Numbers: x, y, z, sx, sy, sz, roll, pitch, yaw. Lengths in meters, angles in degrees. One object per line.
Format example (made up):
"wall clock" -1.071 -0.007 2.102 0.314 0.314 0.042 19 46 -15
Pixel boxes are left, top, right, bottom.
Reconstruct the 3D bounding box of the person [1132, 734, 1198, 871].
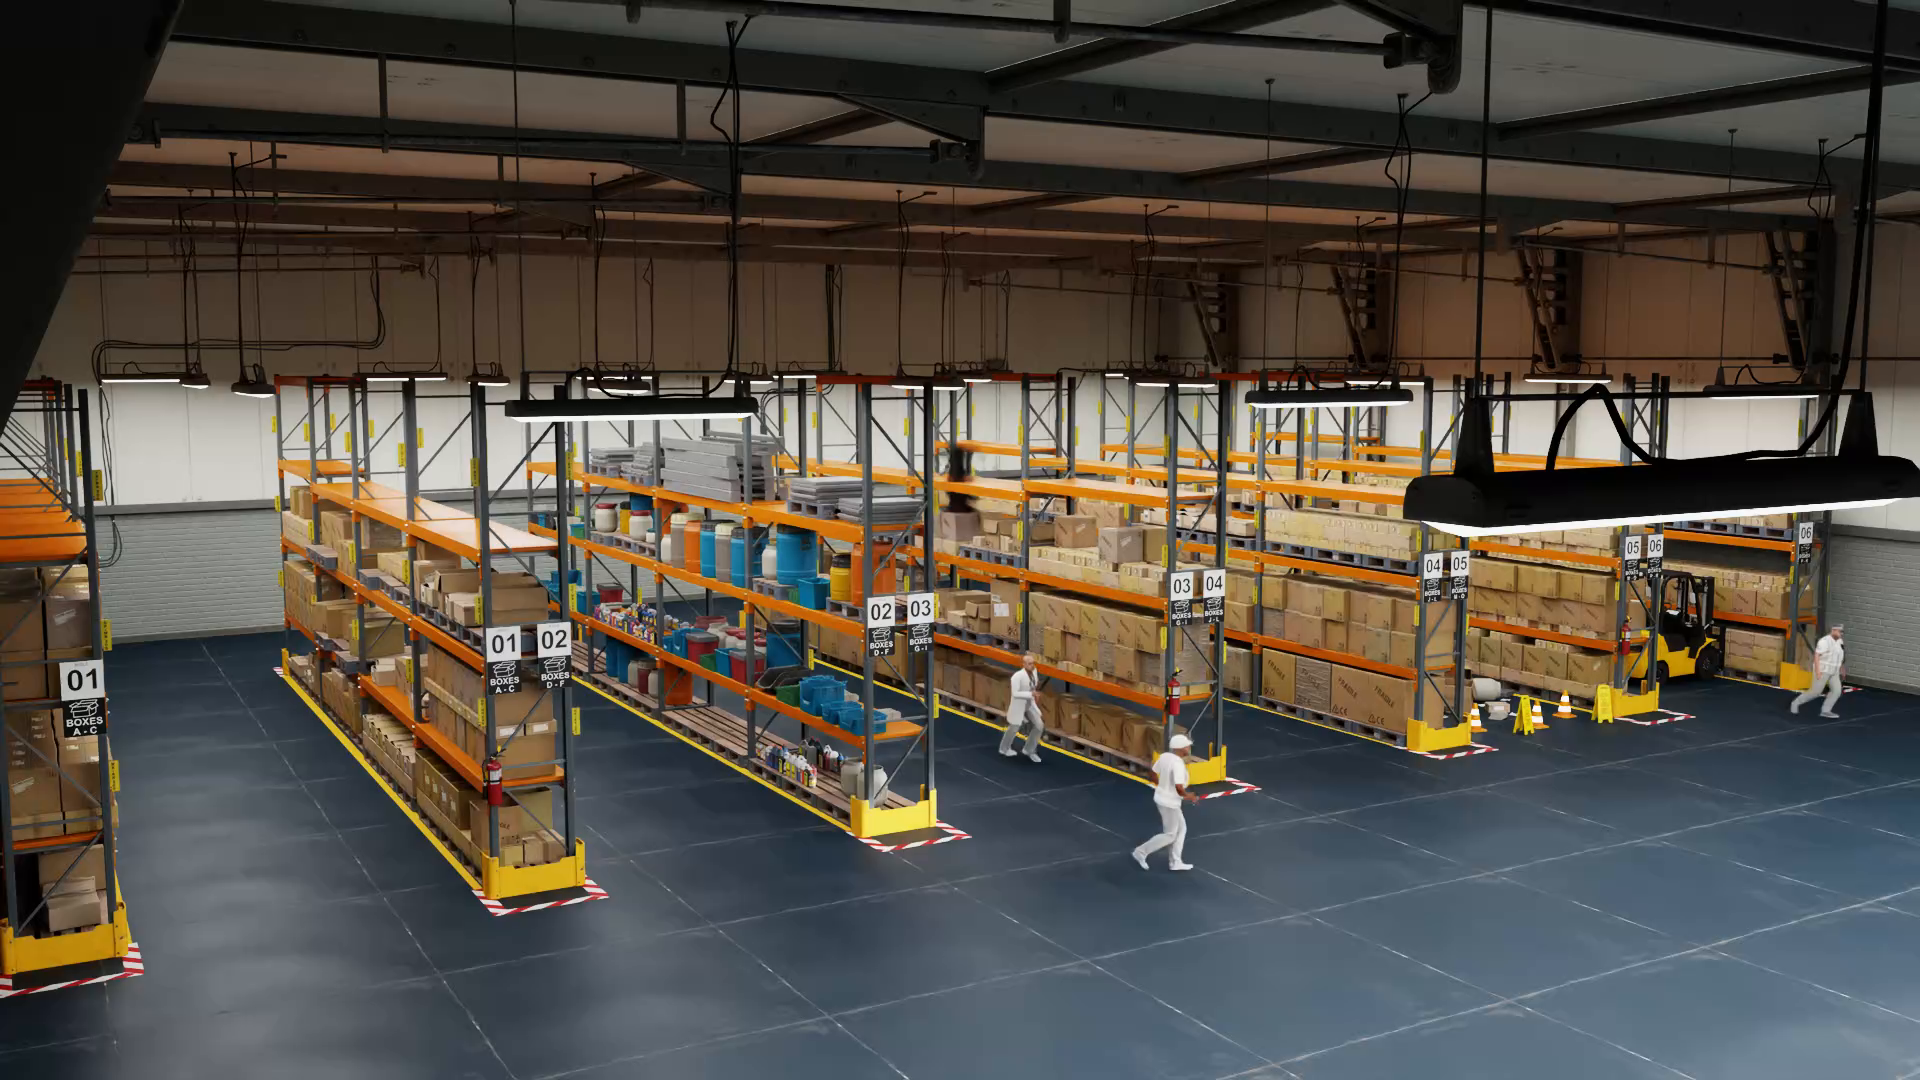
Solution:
"person" 2.502 3.248 20.447 0.821 1.719 0.698 -1 6 -10

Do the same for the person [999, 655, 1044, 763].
"person" 0.993 2.636 26.059 0.706 1.737 1.039 -5 8 -37

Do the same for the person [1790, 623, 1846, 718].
"person" 15.188 2.271 29.378 0.789 1.693 0.684 -3 7 -25
